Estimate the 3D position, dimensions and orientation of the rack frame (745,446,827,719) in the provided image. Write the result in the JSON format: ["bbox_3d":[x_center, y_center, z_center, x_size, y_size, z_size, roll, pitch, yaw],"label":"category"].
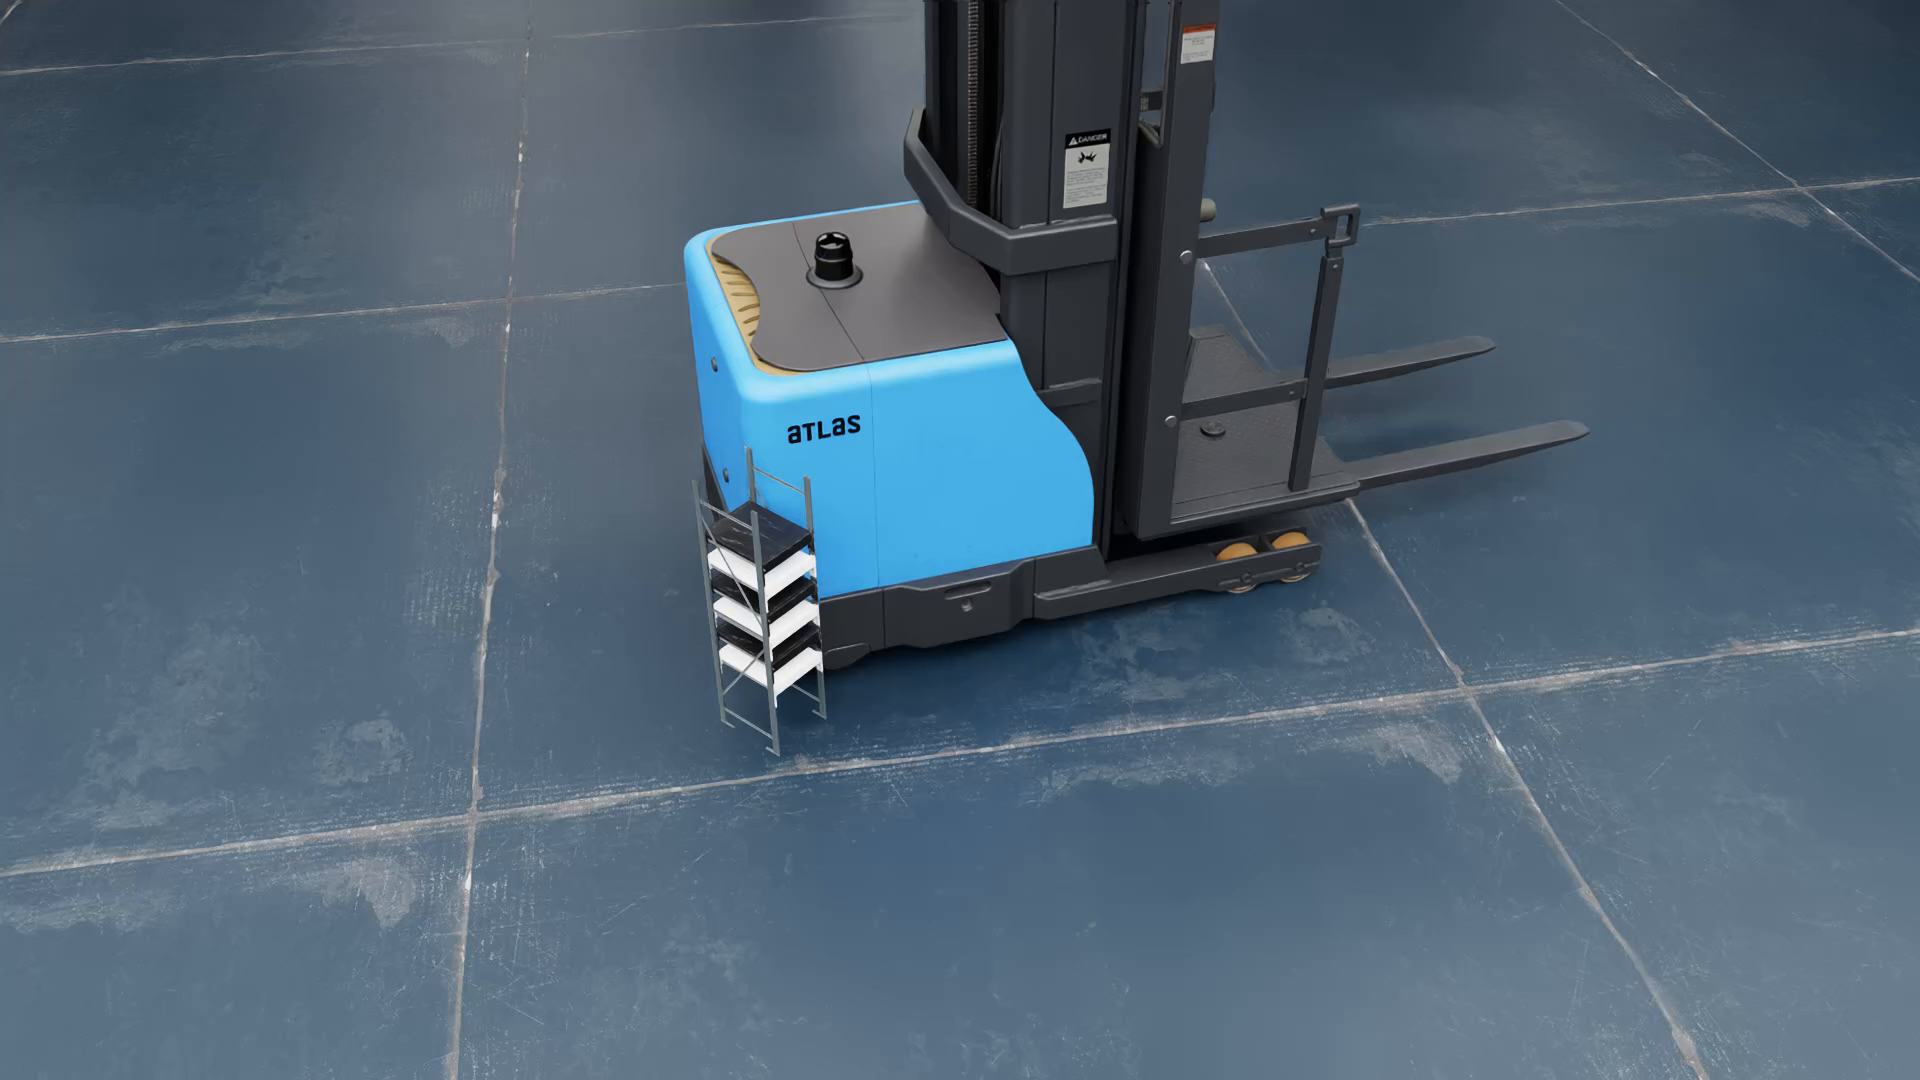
[{"bbox_3d":[-0.501,0.142,4.834,0.240,0.900,0.006,26,45,30],"label":"rack frame"}]

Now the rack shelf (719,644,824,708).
[{"bbox_3d":[-0.565,0.359,4.902,0.258,0.077,0.200,26,45,30],"label":"rack shelf"}]

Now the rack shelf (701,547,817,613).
[{"bbox_3d":[-0.565,0.075,4.681,0.258,0.077,0.200,26,45,30],"label":"rack shelf"}]

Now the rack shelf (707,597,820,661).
[{"bbox_3d":[-0.565,0.217,4.792,0.258,0.077,0.200,26,45,30],"label":"rack shelf"}]

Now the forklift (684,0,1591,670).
[{"bbox_3d":[0.690,-1.279,5.007,3.031,2.935,1.130,-11,39,-14],"label":"forklift"}]

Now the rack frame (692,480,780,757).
[{"bbox_3d":[-0.628,0.239,4.709,0.240,0.900,0.006,26,45,30],"label":"rack frame"}]

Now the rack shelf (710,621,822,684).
[{"bbox_3d":[-0.565,0.288,4.847,0.258,0.077,0.200,26,45,30],"label":"rack shelf"}]

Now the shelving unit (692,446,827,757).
[{"bbox_3d":[-0.565,0.191,4.771,0.258,0.900,0.210,26,45,30],"label":"shelving unit"}]

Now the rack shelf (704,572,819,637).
[{"bbox_3d":[-0.565,0.146,4.736,0.258,0.077,0.200,26,45,30],"label":"rack shelf"}]

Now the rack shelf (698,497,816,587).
[{"bbox_3d":[-0.565,0.004,4.626,0.258,0.077,0.200,26,45,30],"label":"rack shelf"}]
